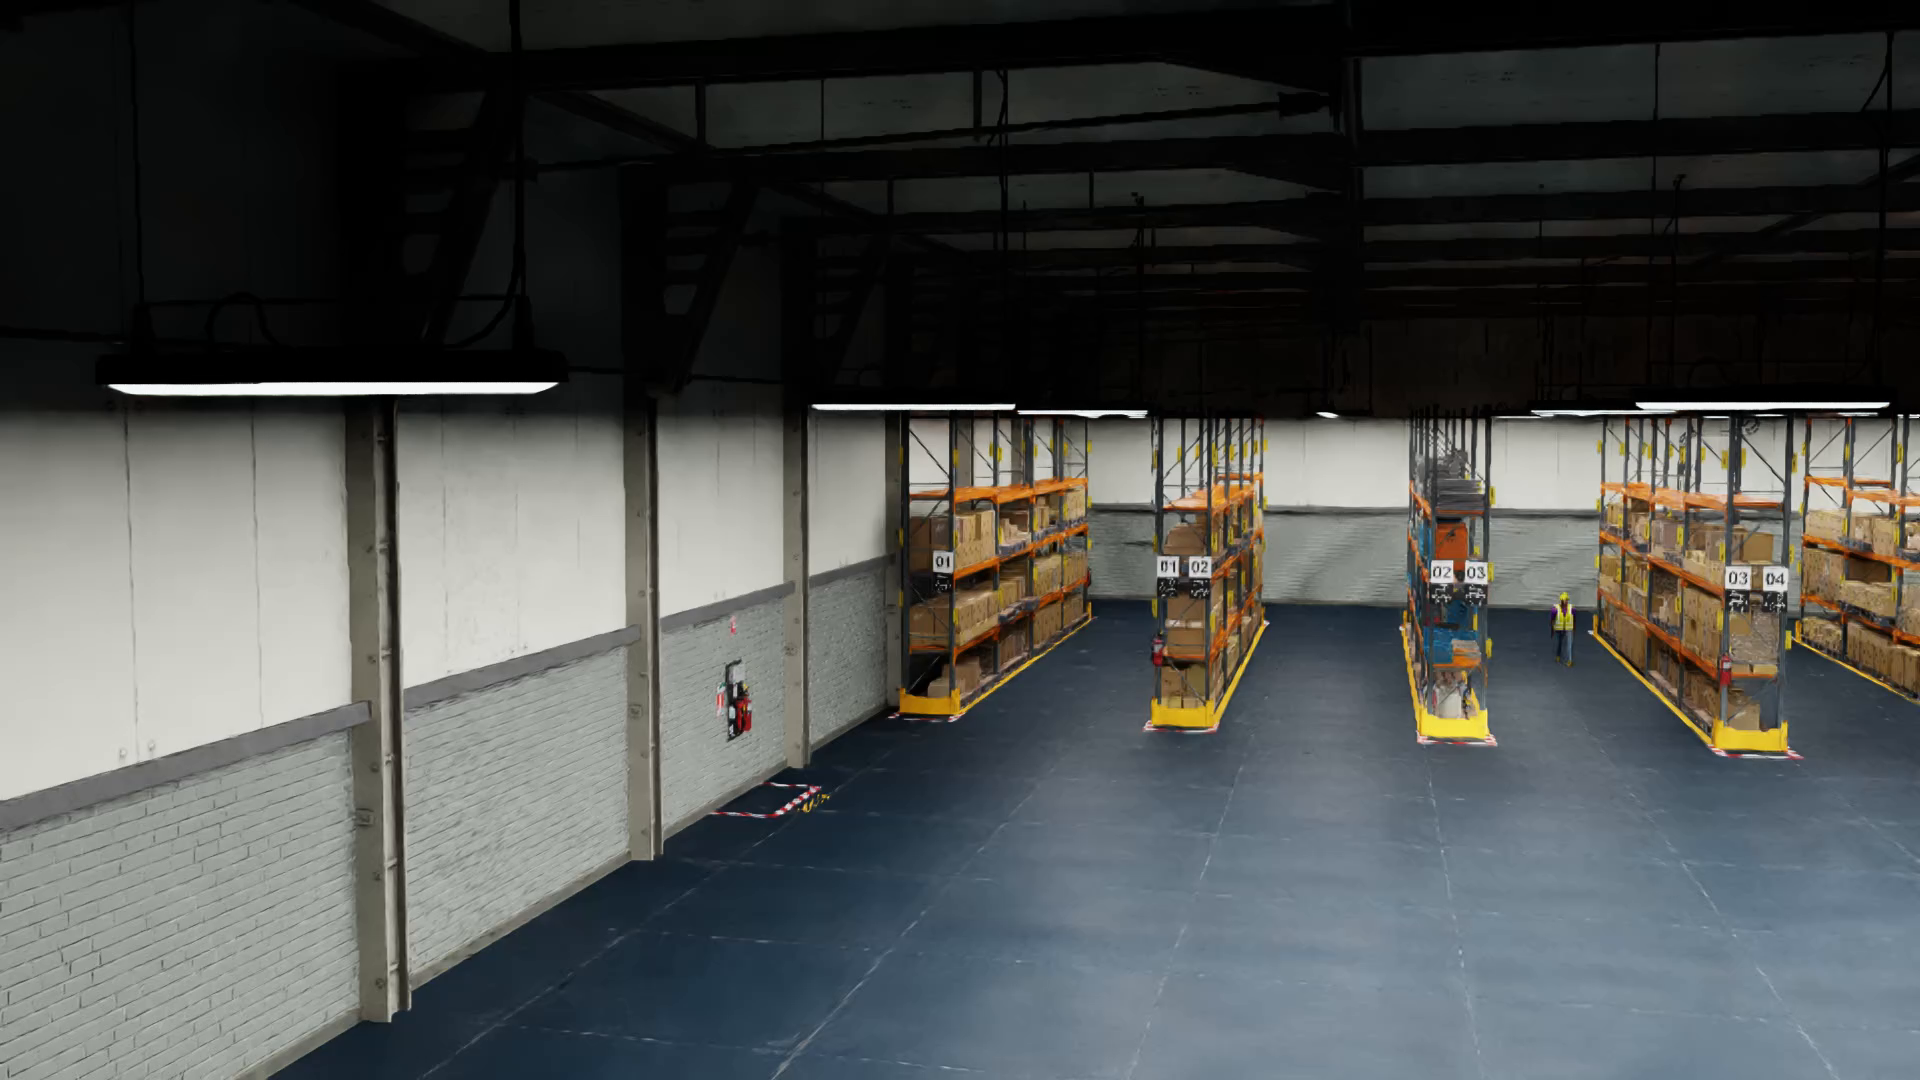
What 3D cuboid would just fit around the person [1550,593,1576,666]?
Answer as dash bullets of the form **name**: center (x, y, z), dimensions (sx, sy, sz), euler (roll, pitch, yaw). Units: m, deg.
- **person**: center (14.138, 2.071, 38.990), dimensions (0.577, 1.691, 1.121), euler (1, 4, 16)
